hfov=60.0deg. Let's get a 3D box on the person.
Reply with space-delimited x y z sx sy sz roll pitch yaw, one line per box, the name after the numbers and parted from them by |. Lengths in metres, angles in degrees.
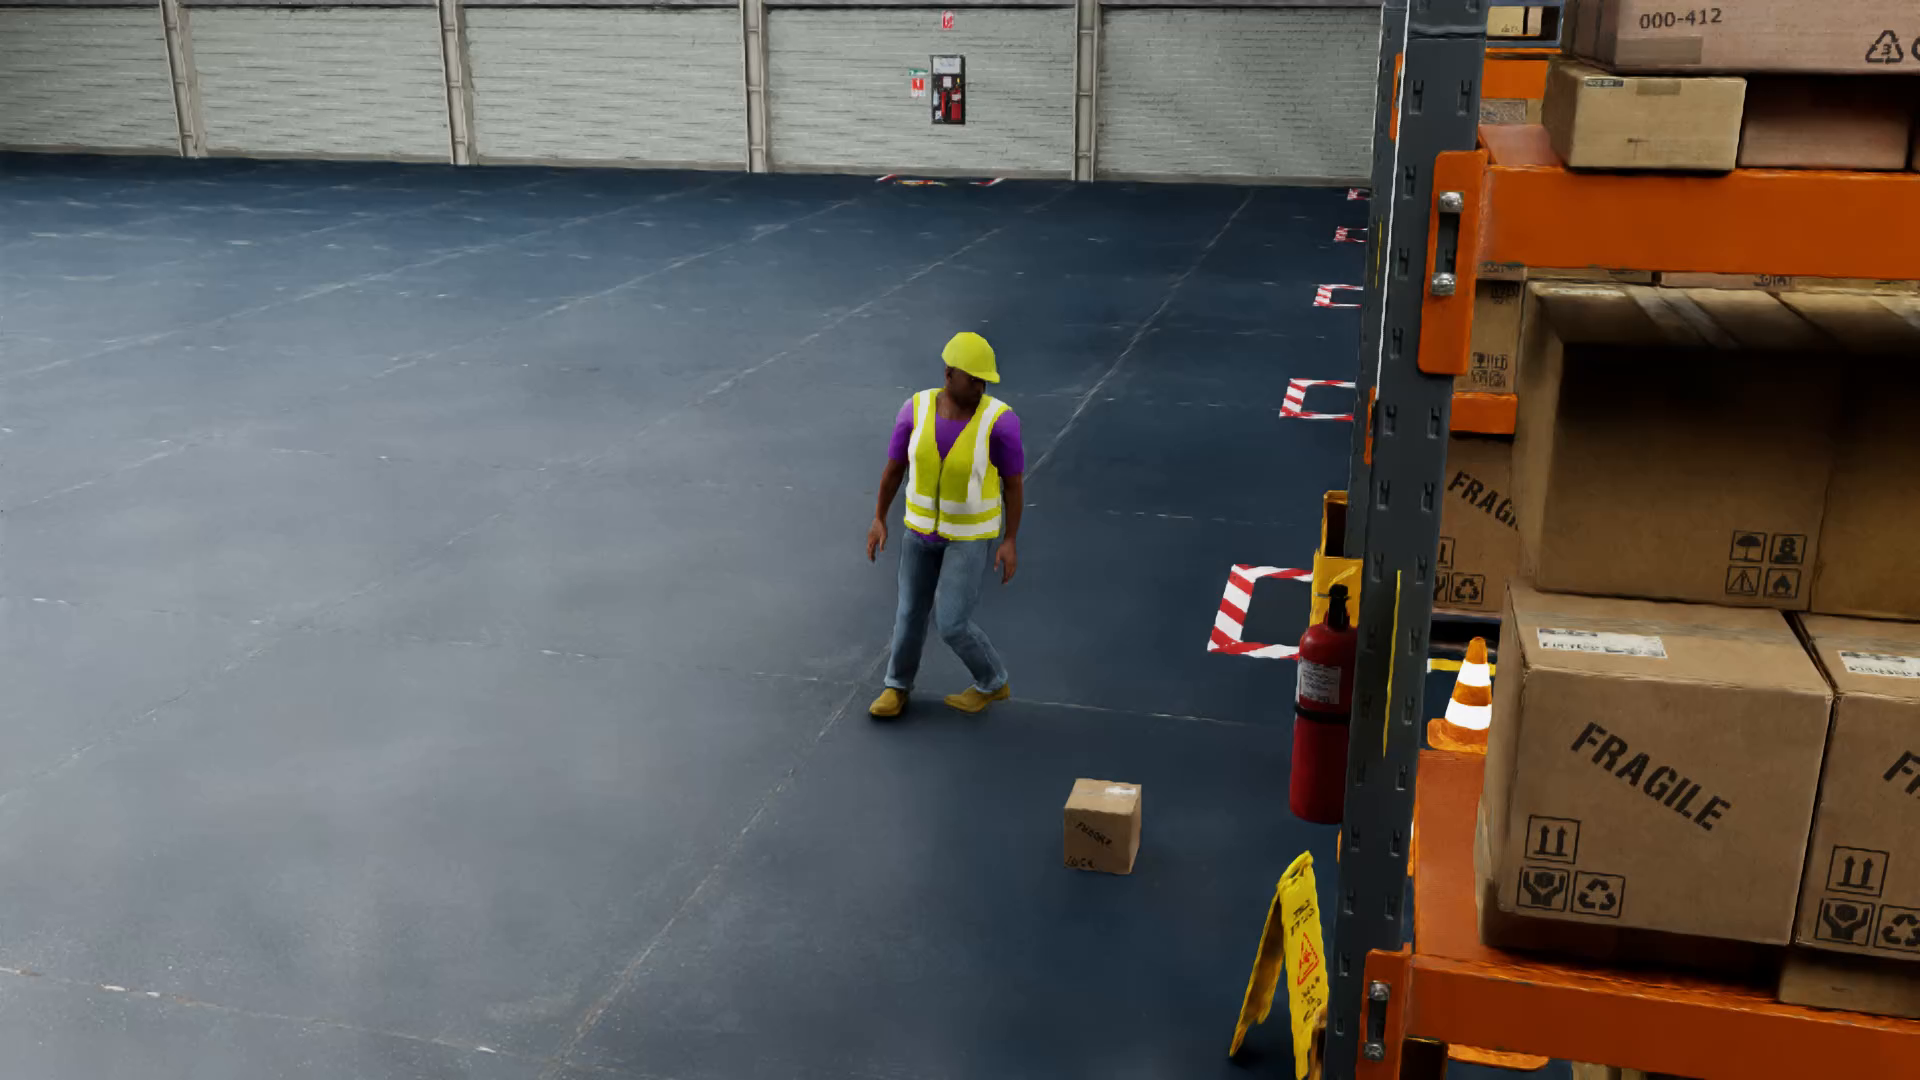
-0.077 -0.042 7.157 0.669 1.743 0.430 9 20 26 | person
